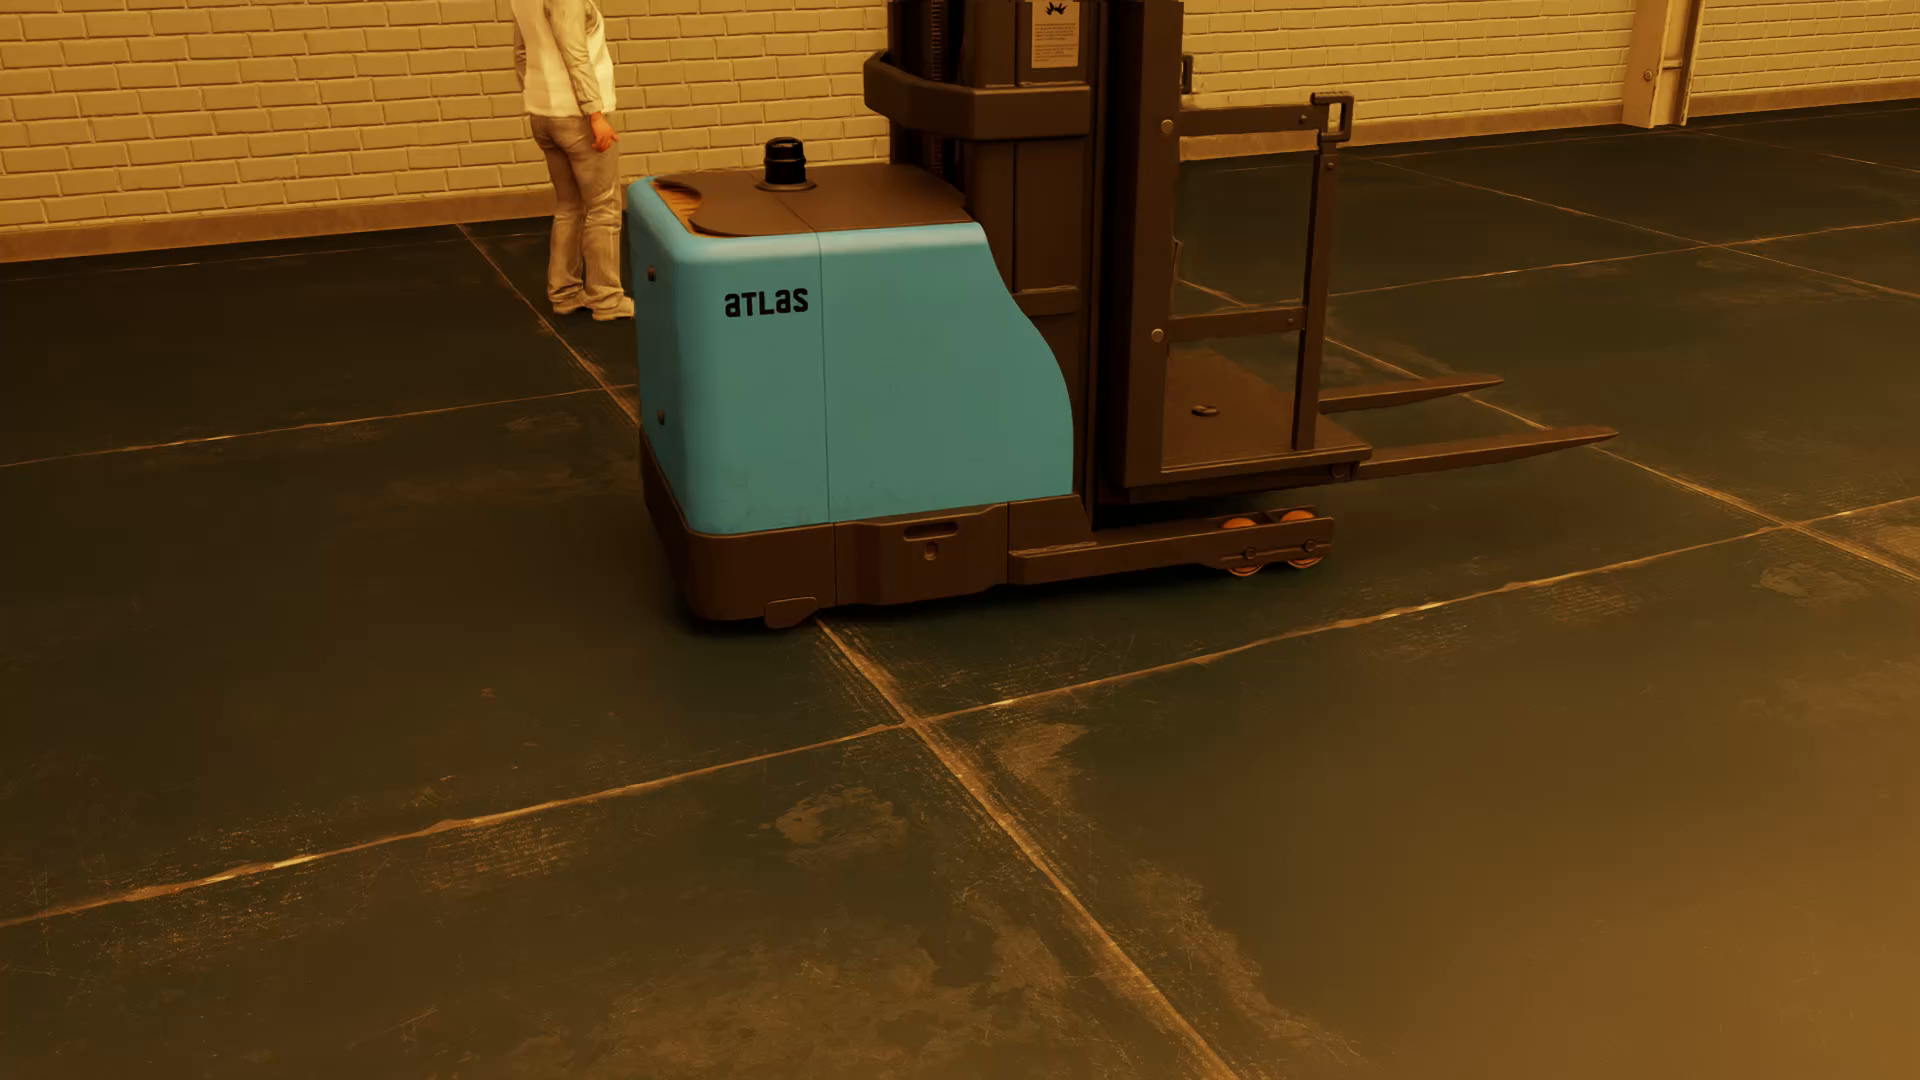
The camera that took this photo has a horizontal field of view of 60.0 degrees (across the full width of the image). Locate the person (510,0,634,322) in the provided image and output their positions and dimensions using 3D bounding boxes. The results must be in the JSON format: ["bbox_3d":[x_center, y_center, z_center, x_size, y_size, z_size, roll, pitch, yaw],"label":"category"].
[{"bbox_3d":[-1.669,-1.865,7.289,0.411,1.775,0.632,-19,29,-38],"label":"person"}]

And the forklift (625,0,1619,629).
[{"bbox_3d":[0.583,-1.433,4.736,3.031,2.935,1.130,-7,24,-17],"label":"forklift"}]
